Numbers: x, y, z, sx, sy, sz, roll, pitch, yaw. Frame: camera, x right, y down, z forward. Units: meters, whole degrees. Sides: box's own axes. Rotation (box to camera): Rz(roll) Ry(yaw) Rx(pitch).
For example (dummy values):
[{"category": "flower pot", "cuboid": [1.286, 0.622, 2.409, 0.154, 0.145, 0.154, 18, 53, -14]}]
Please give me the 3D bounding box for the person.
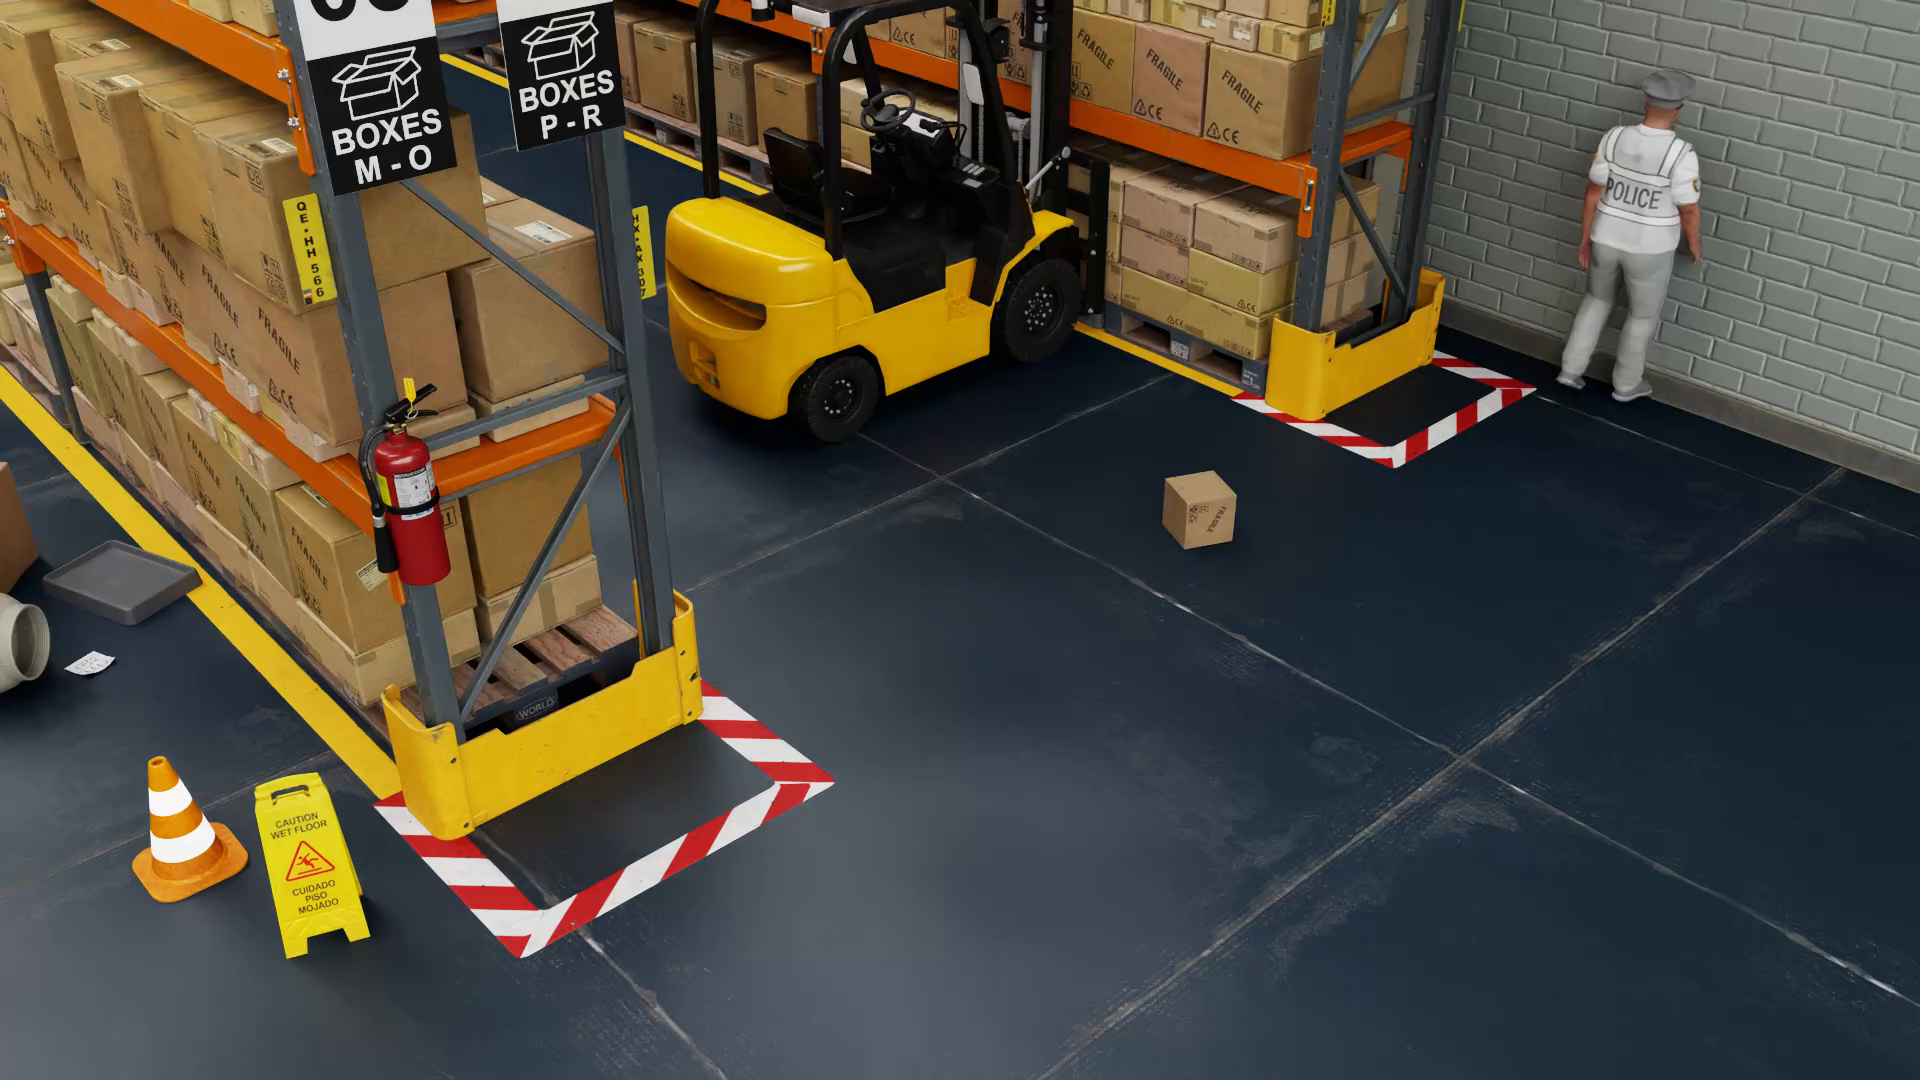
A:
[{"category": "person", "cuboid": [3.527, -1.521, 8.626, 0.522, 1.829, 0.558, -25, 40, -35]}]
